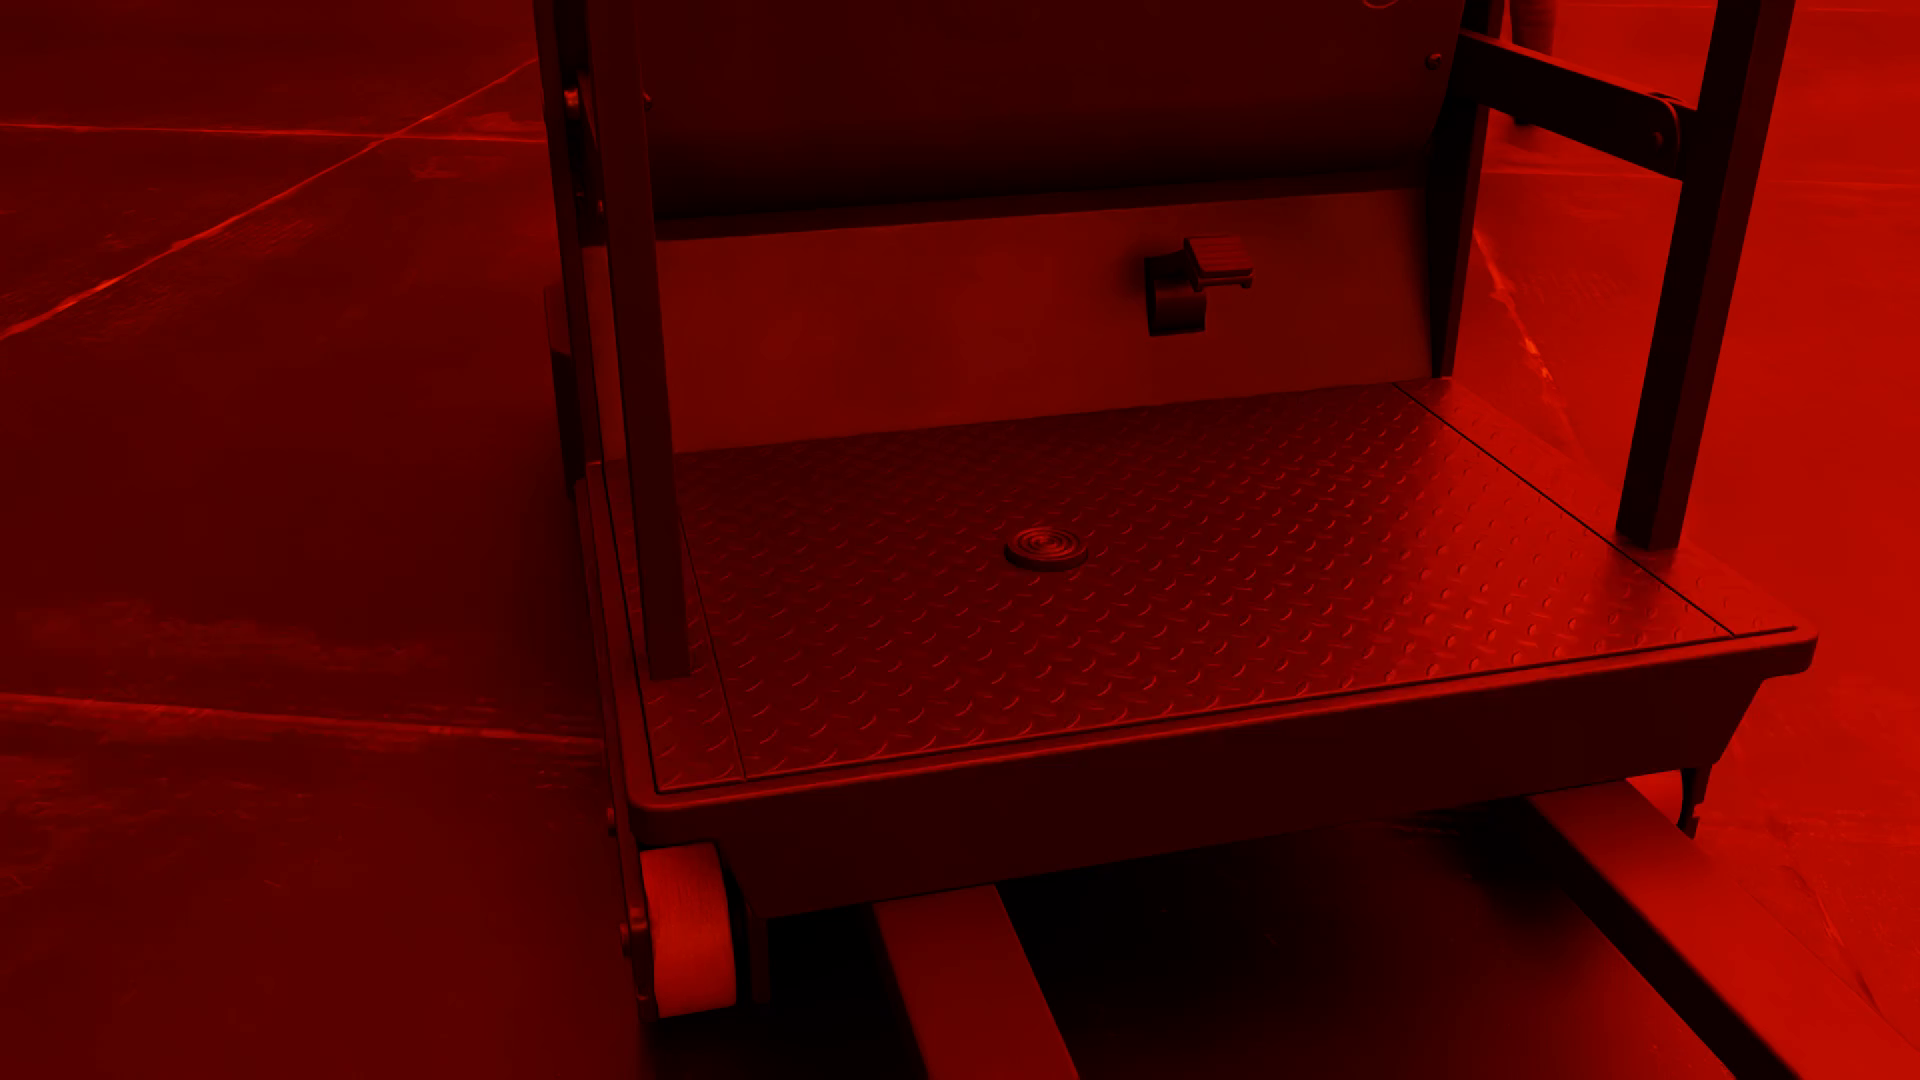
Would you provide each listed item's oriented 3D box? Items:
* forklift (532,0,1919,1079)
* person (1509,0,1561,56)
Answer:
[{"bbox_3d":[0.153,-1.049,1.319,1.130,2.935,3.031,-7,27,-13],"label":"forklift"},{"bbox_3d":[1.521,-2.017,4.673,0.570,1.656,0.503,3,27,6],"label":"person"}]
